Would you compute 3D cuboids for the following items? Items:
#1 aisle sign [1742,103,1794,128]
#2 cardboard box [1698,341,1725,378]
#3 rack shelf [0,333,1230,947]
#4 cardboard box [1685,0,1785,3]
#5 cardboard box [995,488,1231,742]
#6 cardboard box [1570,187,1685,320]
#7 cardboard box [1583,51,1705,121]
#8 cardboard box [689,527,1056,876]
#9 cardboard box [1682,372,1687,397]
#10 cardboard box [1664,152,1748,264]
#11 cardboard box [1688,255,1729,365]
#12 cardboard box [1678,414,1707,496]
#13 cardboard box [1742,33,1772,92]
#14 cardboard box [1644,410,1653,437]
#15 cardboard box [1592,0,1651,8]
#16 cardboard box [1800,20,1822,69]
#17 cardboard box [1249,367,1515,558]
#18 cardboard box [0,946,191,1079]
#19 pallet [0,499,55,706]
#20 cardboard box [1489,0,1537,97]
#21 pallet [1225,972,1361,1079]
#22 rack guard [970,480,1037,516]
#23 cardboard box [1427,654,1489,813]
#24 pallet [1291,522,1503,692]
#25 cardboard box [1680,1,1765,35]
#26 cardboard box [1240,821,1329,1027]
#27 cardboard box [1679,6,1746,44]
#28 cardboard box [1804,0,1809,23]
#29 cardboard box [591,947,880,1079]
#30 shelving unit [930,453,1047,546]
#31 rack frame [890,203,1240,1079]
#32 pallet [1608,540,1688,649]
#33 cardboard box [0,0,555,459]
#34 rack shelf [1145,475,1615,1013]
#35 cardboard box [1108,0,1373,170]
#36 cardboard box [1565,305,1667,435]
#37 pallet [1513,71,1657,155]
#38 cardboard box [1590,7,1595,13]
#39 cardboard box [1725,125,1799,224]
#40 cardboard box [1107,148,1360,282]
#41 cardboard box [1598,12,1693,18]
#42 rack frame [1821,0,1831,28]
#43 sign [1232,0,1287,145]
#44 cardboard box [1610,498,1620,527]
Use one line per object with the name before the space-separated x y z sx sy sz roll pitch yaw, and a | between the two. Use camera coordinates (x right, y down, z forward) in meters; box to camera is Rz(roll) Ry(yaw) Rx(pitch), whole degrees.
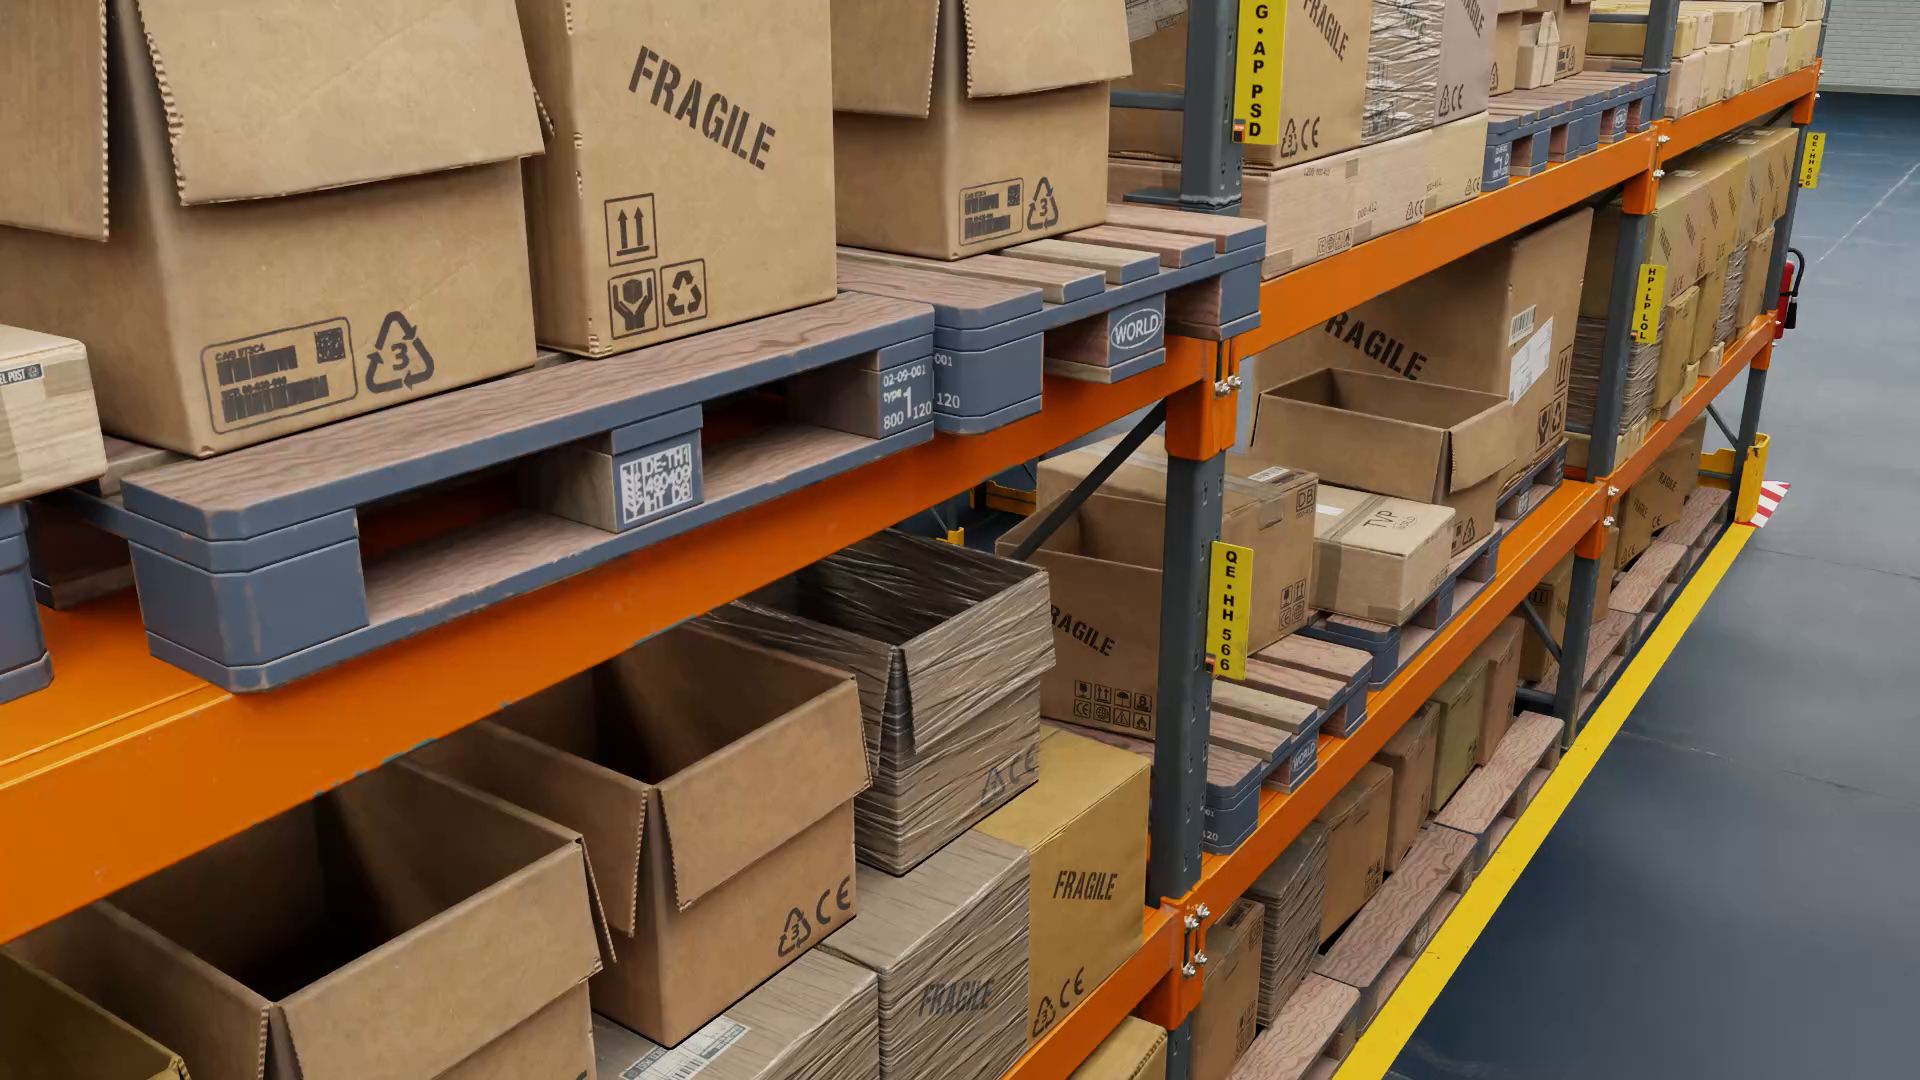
aisle sign | 4.938 -2.873 9.962 0.394 0.787 0.004 13 24 32
cardboard box | 3.909 -1.004 9.018 0.380 0.149 0.250 13 24 32
rack shelf | -0.967 0.105 2.370 1.077 0.370 4.000 13 24 32
cardboard box | 3.993 -3.028 8.511 0.500 0.500 0.500 13 24 32
cardboard box | 0.428 0.194 4.667 0.500 0.500 0.500 10 23 25
cardboard box | 2.869 -1.282 7.393 0.500 0.500 0.500 13 24 32
cardboard box | 2.871 -1.963 7.140 0.500 0.250 0.500 12 24 30
cardboard box | -0.267 0.290 3.567 0.797 0.503 0.637 14 25 34
cardboard box | 3.458 -0.796 8.454 0.380 0.149 0.250 13 24 32
cardboard box | 3.703 -1.715 8.563 0.500 0.500 0.500 13 24 32
cardboard box | 3.533 -1.286 8.844 0.875 0.500 0.500 13 24 32
cardboard box | 4.290 -0.543 10.408 0.500 0.500 0.500 19 28 42
cardboard box | 3.742 -2.409 8.346 0.500 0.250 0.500 13 24 31
cardboard box | 3.045 -0.579 7.867 0.380 0.149 0.250 13 24 32
cardboard box | 3.311 -2.659 8.449 0.380 0.149 0.250 12 24 30
cardboard box | 4.594 -2.843 9.521 0.500 0.250 0.500 14 24 33
cardboard box | 1.508 -0.277 5.936 0.797 0.503 0.637 16 26 37
cardboard box | -1.343 0.851 2.049 0.797 0.503 0.637 14 24 32
pallet | -1.616 0.159 1.465 0.805 0.209 1.217 12 24 30
cardboard box | 1.531 -1.813 5.765 0.797 0.503 0.637 14 25 34
pallet | 0.598 1.685 5.407 1.003 0.211 1.213 13 24 32
rack guard | 0.323 -0.282 10.667 0.587 0.250 0.087 13 24 32
cardboard box | 1.759 0.724 6.953 0.700 0.500 0.500 13 24 31
pallet | 1.237 0.115 5.908 1.003 0.211 1.213 13 24 32
cardboard box | 3.827 -2.636 8.386 0.380 0.149 0.250 12 23 29
cardboard box | 0.819 1.209 5.642 0.700 0.500 0.500 11 23 27
cardboard box | 3.431 -2.405 7.762 0.380 0.149 0.250 13 24 31
cardboard box | 4.450 -2.926 9.169 0.380 0.149 0.250 12 23 30
cardboard box | -0.489 1.035 2.999 0.500 0.500 0.500 12 24 30
shelving unit | 0.043 -0.725 10.064 0.587 1.500 1.083 13 24 32
rack frame | 0.158 0.601 4.317 1.000 3.000 0.127 13 24 32
pallet | 3.440 0.210 9.394 1.003 0.211 1.213 13 24 32
cardboard box | -0.973 -0.461 2.110 0.797 0.503 0.637 13 24 31
rack shelf | 1.282 0.364 5.994 1.077 0.370 4.000 13 24 32
cardboard box | 0.635 -1.172 3.922 0.500 0.500 0.500 14 24 32
cardboard box | 2.710 -0.850 7.668 0.875 0.500 0.500 13 24 32
pallet | 1.971 -1.709 6.510 1.213 0.211 1.003 13 24 32
cardboard box | 2.779 -2.452 7.888 0.380 0.149 0.250 12 24 30
cardboard box | 4.550 -2.144 9.724 0.500 0.500 0.500 13 24 32
cardboard box | 0.632 -0.821 4.053 0.500 0.250 0.500 14 24 33
cardboard box | 2.937 -2.193 7.189 0.380 0.149 0.250 12 23 29
rack frame | 4.655 -4.508 9.482 1.000 3.000 0.127 13 24 32
sign | 0.612 -0.975 3.395 0.100 0.325 0.005 13 24 32
cardboard box | 3.264 -0.038 9.041 0.500 0.500 0.500 11 23 27
